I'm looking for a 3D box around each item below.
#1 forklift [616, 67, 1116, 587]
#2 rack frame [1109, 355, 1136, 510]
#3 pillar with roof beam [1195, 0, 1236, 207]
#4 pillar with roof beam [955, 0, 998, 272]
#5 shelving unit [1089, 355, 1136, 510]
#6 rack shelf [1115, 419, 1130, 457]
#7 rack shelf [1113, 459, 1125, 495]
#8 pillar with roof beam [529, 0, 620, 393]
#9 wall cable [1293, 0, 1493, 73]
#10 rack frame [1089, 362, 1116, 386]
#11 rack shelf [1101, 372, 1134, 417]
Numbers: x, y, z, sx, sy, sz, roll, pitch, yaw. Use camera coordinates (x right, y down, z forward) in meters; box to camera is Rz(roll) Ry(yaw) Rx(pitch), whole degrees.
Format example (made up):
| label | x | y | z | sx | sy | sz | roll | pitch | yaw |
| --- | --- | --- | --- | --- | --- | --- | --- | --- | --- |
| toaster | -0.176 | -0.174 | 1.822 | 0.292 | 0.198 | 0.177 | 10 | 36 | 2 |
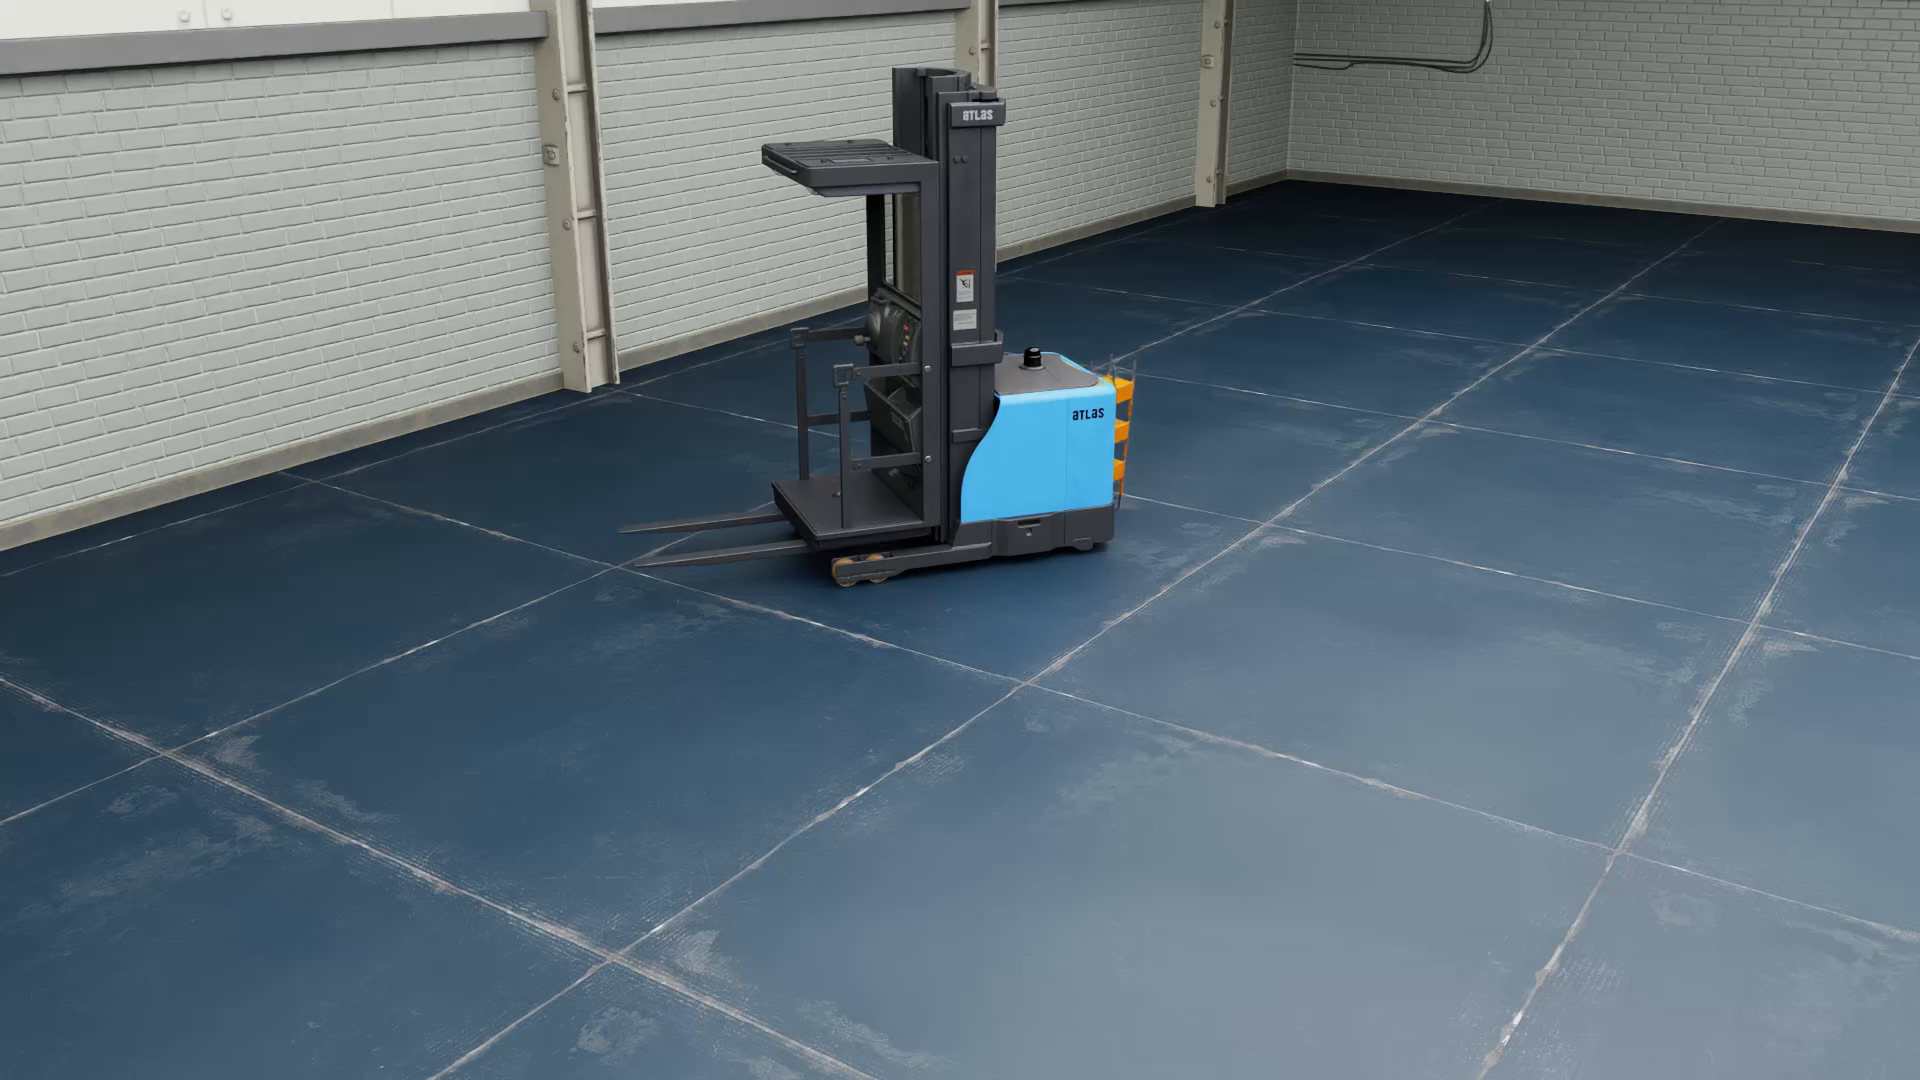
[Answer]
| label | x | y | z | sx | sy | sz | roll | pitch | yaw |
| --- | --- | --- | --- | --- | --- | --- | --- | --- | --- |
| forklift | -0.592 | -1.300 | 10.056 | 3.031 | 2.935 | 1.130 | -7 | 21 | -19 |
| rack frame | 1.043 | -0.719 | 11.171 | 0.200 | 1.050 | 0.008 | 20 | 28 | 33 |
| pillar with roof beam | 7.115 | -8.164 | 19.864 | 9.100 | 9.000 | 0.400 | 13 | 24 | 32 |
| pillar with roof beam | 3.742 | -6.442 | 15.210 | 9.100 | 9.000 | 0.400 | 13 | 24 | 32 |
| shelving unit | 0.969 | -0.685 | 11.081 | 0.215 | 1.050 | 0.252 | 20 | 28 | 33 |
| rack shelf | 0.968 | -0.675 | 11.085 | 0.215 | 0.259 | 0.240 | 20 | 28 | 33 |
| rack shelf | 0.950 | -0.421 | 11.194 | 0.215 | 0.259 | 0.240 | 20 | 28 | 33 |
| pillar with roof beam | 0.370 | -4.721 | 10.556 | 9.100 | 9.000 | 0.400 | 13 | 24 | 32 |
| wall cable | 6.305 | -8.134 | 24.260 | 3.097 | 2.526 | 0.112 | 13 | 24 | 32 |
| rack frame | 0.894 | -0.652 | 10.990 | 0.200 | 1.050 | 0.008 | 20 | 28 | 33 |
| rack shelf | 0.986 | -0.936 | 10.973 | 0.215 | 0.259 | 0.240 | 20 | 28 | 33 |
